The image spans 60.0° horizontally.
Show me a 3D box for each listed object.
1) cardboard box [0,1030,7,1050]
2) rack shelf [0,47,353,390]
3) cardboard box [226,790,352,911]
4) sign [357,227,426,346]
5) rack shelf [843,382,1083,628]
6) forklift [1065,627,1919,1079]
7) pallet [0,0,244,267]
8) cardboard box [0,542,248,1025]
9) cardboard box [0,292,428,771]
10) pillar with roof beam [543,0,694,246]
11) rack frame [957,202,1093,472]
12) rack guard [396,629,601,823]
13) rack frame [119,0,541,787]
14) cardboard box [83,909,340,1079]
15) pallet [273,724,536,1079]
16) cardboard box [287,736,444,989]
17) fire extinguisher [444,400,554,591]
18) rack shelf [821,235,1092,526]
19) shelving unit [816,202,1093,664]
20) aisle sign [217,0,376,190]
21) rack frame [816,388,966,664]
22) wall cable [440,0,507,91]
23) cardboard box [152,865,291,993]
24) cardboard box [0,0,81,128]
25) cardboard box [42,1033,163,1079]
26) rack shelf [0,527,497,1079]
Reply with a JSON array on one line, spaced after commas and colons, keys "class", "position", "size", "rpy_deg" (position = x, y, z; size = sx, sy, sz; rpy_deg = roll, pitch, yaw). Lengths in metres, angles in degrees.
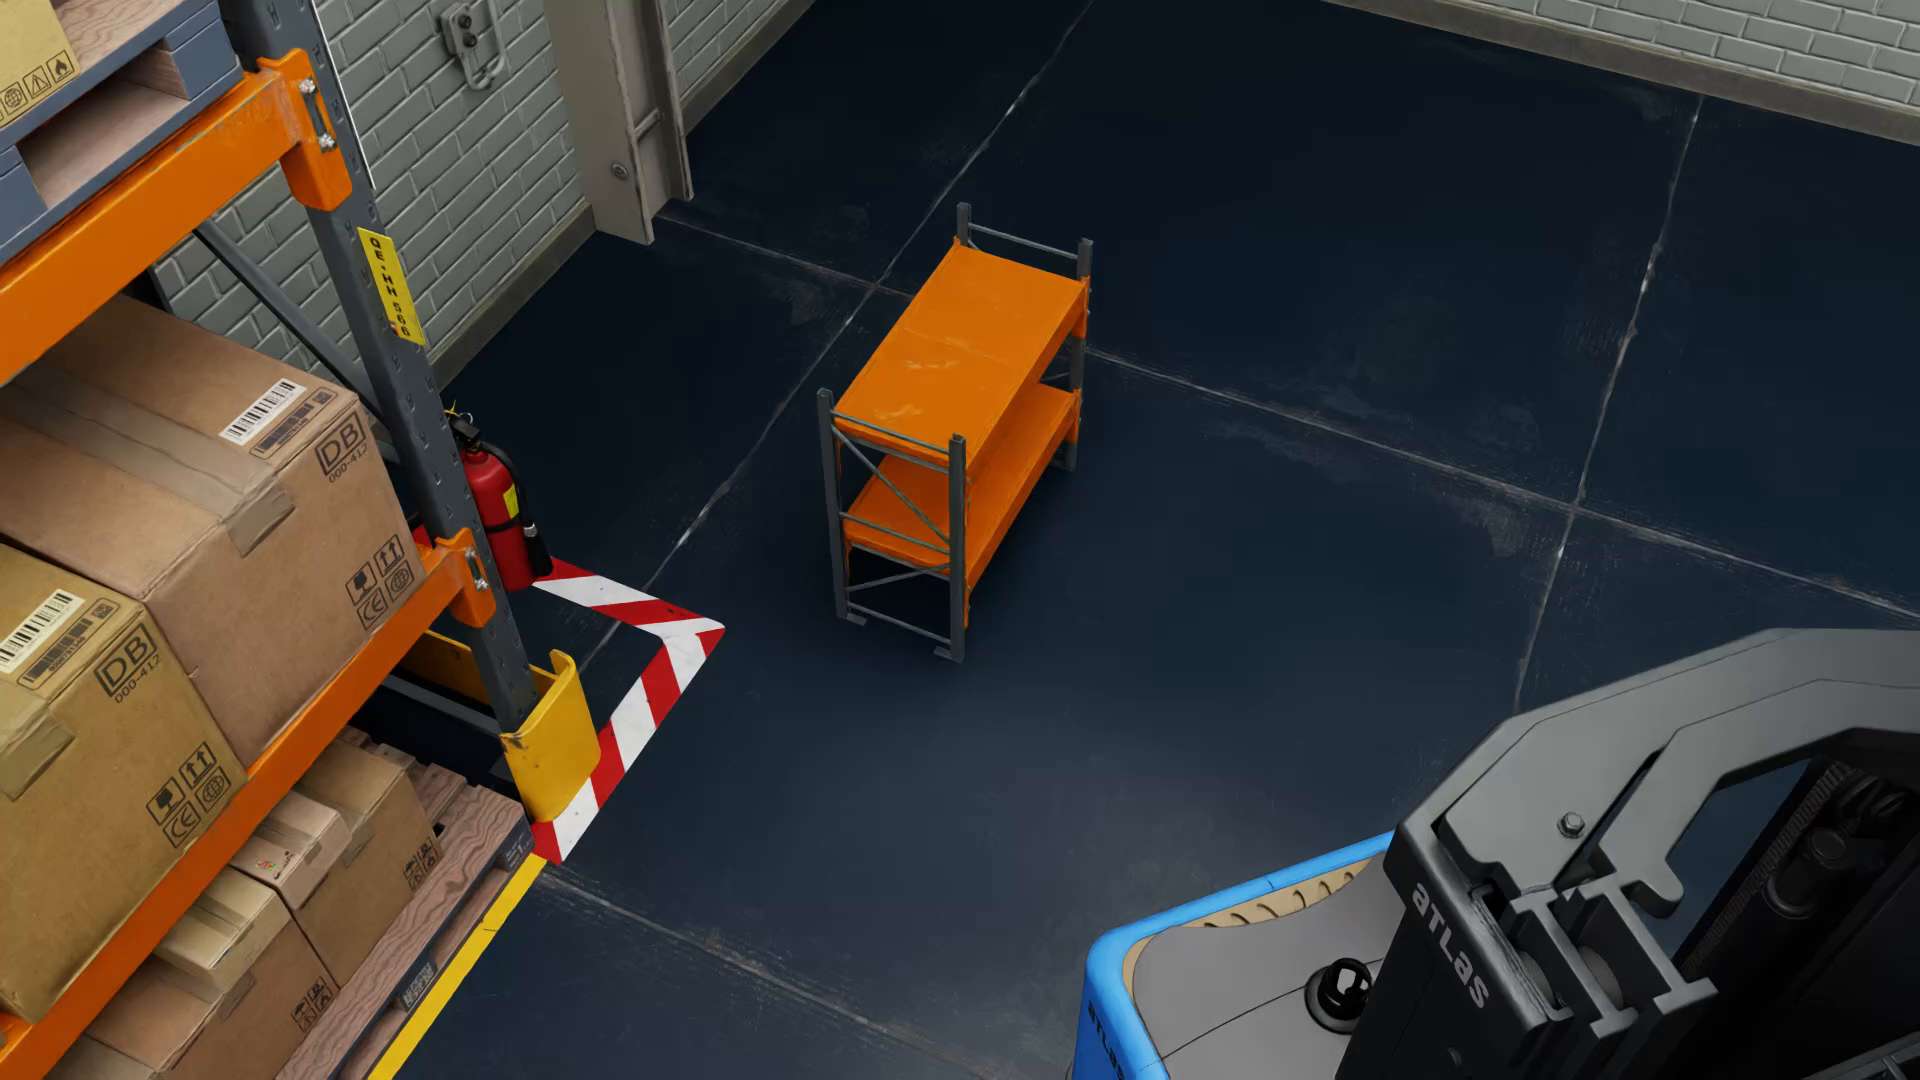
[{"class": "cardboard box", "position": [-2.648, 0.964, 3.263], "size": [0.980, 0.700, 0.700], "rpy_deg": [18, 52, 14]}, {"class": "rack shelf", "position": [-2.659, 0.319, 2.512], "size": [1.077, 0.370, 4.000], "rpy_deg": [20, 52, 16]}, {"class": "cardboard box", "position": [-1.904, 0.807, 4.534], "size": [0.380, 0.149, 0.250], "rpy_deg": [19, 52, 16]}, {"class": "sign", "position": [-1.320, -0.585, 3.863], "size": [0.100, 0.325, 0.005], "rpy_deg": [20, 52, 16]}, {"class": "rack shelf", "position": [0.003, -0.211, 6.012], "size": [0.538, 0.278, 1.000], "rpy_deg": [20, 52, 16]}, {"class": "forklift", "position": [1.285, 1.636, 2.933], "size": [1.130, 2.935, 3.031], "rpy_deg": [-16, 51, -13]}, {"class": "pallet", "position": [-2.112, -0.749, 3.006], "size": [1.003, 0.211, 1.213], "rpy_deg": [20, 52, 16]}, {"class": "cardboard box", "position": [-2.314, 0.442, 3.707], "size": [0.980, 0.700, 0.700], "rpy_deg": [19, 52, 16]}, {"class": "cardboard box", "position": [-2.014, -0.062, 4.136], "size": [0.980, 0.700, 0.700], "rpy_deg": [22, 53, 18]}, {"class": "pillar with roof beam", "position": [2.459, -3.003, 2.897], "size": [9.100, 9.000, 0.400], "rpy_deg": [20, 52, 16]}, {"class": "rack frame", "position": [0.220, -0.719, 6.123], "size": [0.500, 1.125, 0.032], "rpy_deg": [20, 52, 16]}, {"class": "rack guard", "position": [-1.795, 0.474, 5.518], "size": [1.175, 0.500, 0.348], "rpy_deg": [20, 52, 16]}, {"class": "rack frame", "position": [-1.805, -0.319, 4.552], "size": [1.000, 3.000, 0.127], "rpy_deg": [20, 52, 16]}, {"class": "cardboard box", "position": [-2.227, 1.214, 4.613], "size": [0.700, 0.500, 0.500], "rpy_deg": [20, 52, 16]}, {"class": "pallet", "position": [-2.076, 1.160, 5.124], "size": [1.003, 0.211, 1.213], "rpy_deg": [20, 52, 16]}, {"class": "cardboard box", "position": [-2.013, 0.869, 4.906], "size": [0.700, 0.500, 0.500], "rpy_deg": [20, 52, 16]}, {"class": "fire extinguisher", "position": [-1.323, -0.127, 4.684], "size": [0.296, 0.674, 0.183], "rpy_deg": [20, 52, 16]}, {"class": "rack shelf", "position": [0.003, -0.559, 5.603], "size": [0.538, 0.278, 1.000], "rpy_deg": [20, 52, 16]}, {"class": "shelving unit", "position": [0.003, -0.369, 5.826], "size": [0.538, 1.125, 1.048], "rpy_deg": [20, 52, 16]}, {"class": "aisle sign", "position": [-1.503, -1.114, 3.521], "size": [0.394, 0.787, 0.004], "rpy_deg": [20, 52, 16]}, {"class": "rack frame", "position": [-0.214, -0.019, 5.528], "size": [0.500, 1.125, 0.032], "rpy_deg": [20, 52, 16]}, {"class": "wall cable", "position": [-2.113, -1.838, 5.177], "size": [0.084, 1.984, 1.851], "rpy_deg": [20, 52, 16]}, {"class": "cardboard box", "position": [-2.012, 0.983, 4.384], "size": [0.380, 0.149, 0.250], "rpy_deg": [21, 53, 17]}, {"class": "cardboard box", "position": [-1.878, -0.821, 2.766], "size": [0.500, 0.250, 0.500], "rpy_deg": [21, 53, 17]}, {"class": "cardboard box", "position": [-2.441, 1.560, 4.318], "size": [0.700, 0.500, 0.500], "rpy_deg": [18, 52, 15]}, {"class": "rack shelf", "position": [-2.659, 1.291, 3.654], "size": [1.077, 0.370, 4.000], "rpy_deg": [20, 52, 16]}]
